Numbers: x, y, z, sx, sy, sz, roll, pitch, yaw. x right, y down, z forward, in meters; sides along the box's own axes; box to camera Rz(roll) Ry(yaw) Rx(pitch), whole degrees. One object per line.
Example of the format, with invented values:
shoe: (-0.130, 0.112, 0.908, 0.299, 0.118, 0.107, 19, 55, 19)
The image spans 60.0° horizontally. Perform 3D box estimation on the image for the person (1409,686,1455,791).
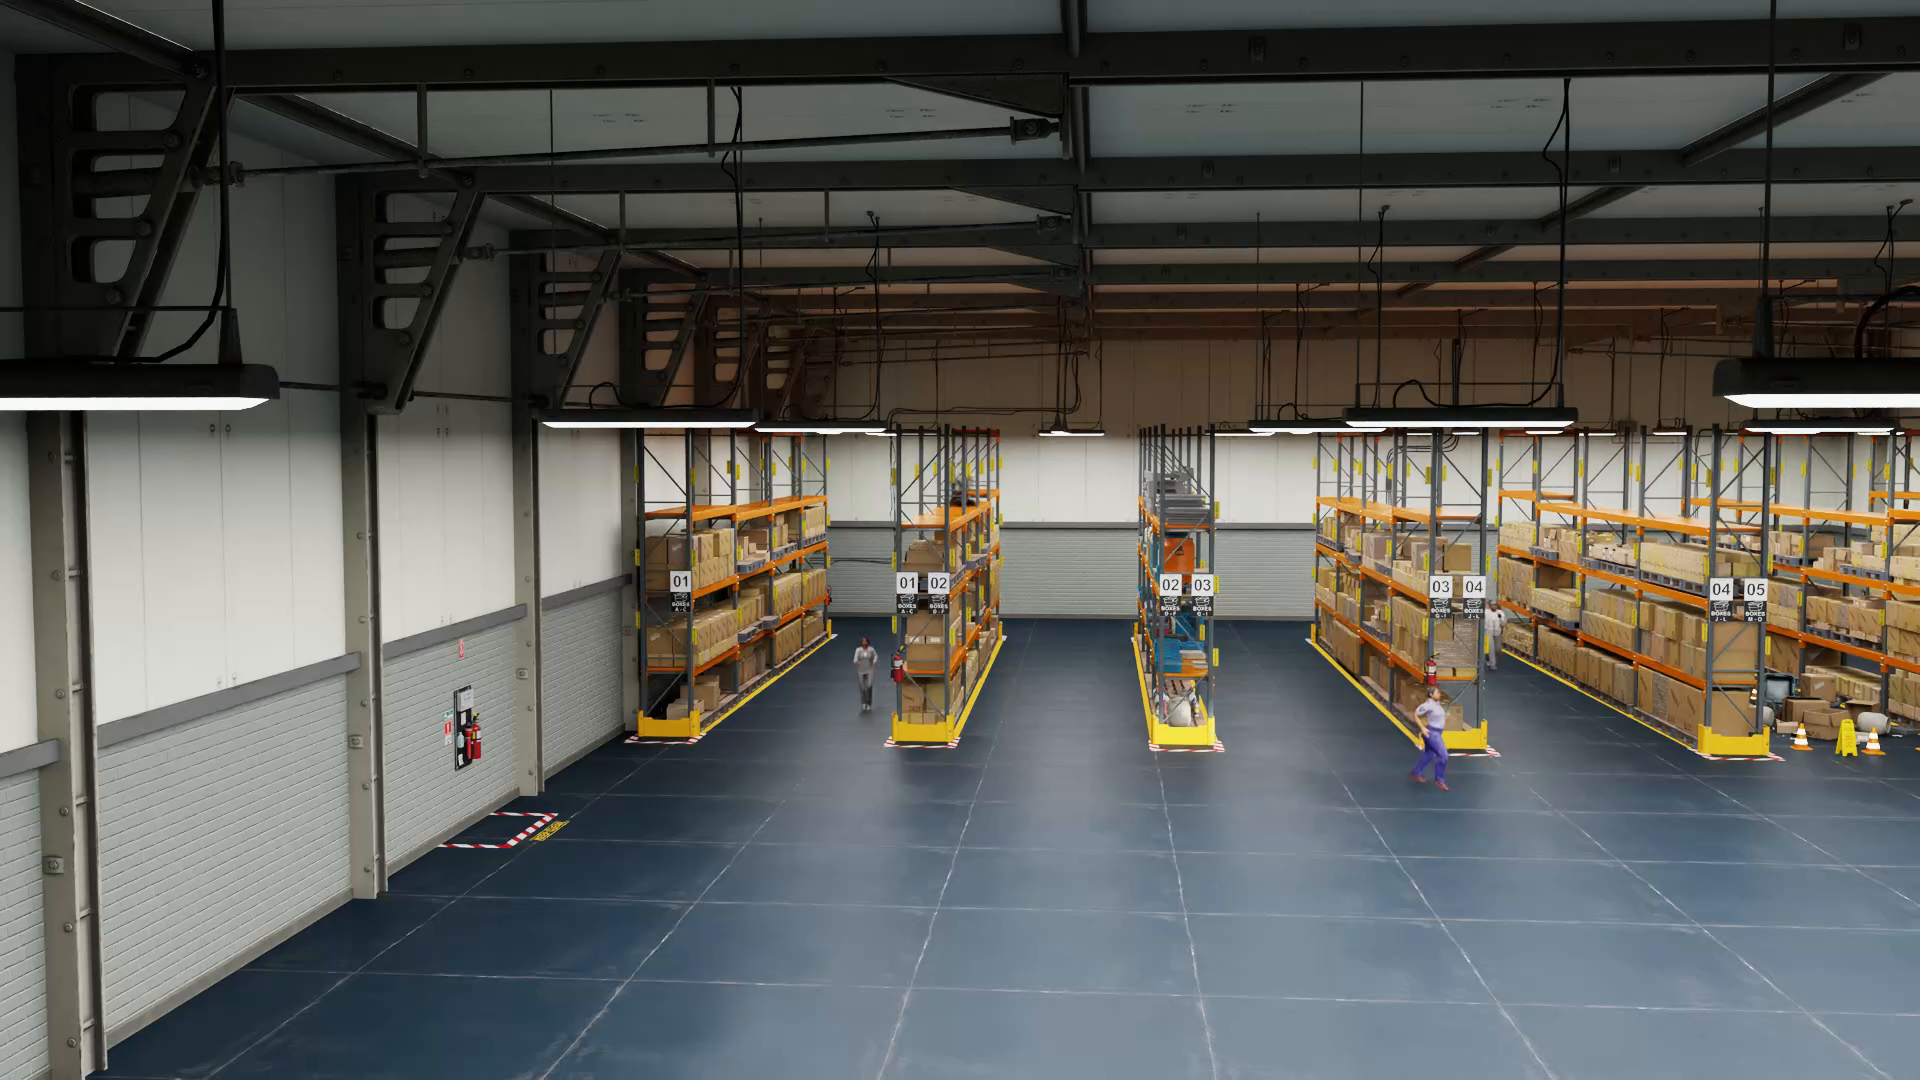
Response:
person: (7.732, 3.289, 27.252, 0.755, 1.626, 0.577, 2, 4, 29)

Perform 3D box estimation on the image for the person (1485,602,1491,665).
person: (13.425, 2.379, 42.377, 0.548, 1.565, 0.691, 0, 3, 1)

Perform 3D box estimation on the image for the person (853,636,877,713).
person: (-1.985, 2.817, 34.819, 0.490, 1.621, 0.711, 0, 3, 0)

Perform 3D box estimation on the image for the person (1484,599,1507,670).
person: (13.260, 2.326, 41.372, 0.666, 1.746, 0.809, 1, 4, 8)
